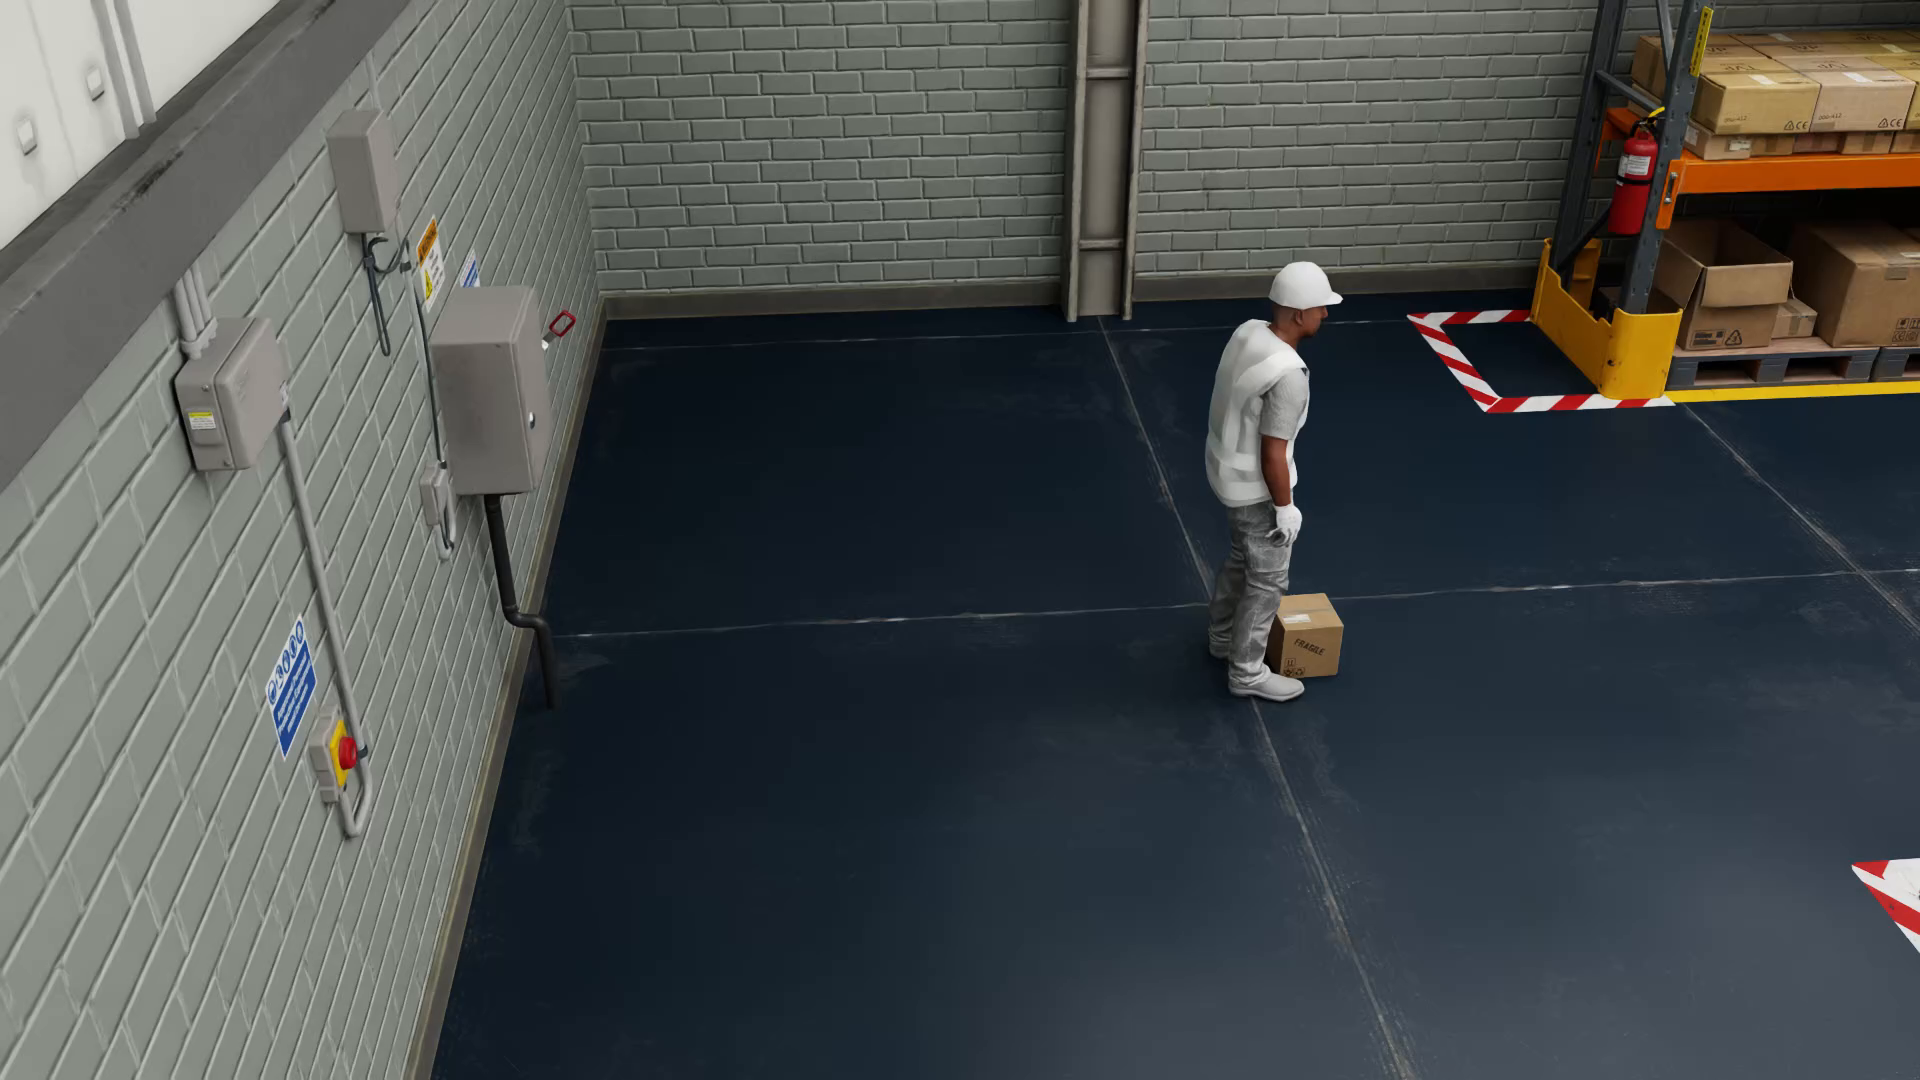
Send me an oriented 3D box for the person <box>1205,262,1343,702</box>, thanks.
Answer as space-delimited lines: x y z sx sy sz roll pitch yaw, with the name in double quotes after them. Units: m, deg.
1.194 -0.231 6.510 0.450 1.773 0.614 -3 31 -5 "person"
